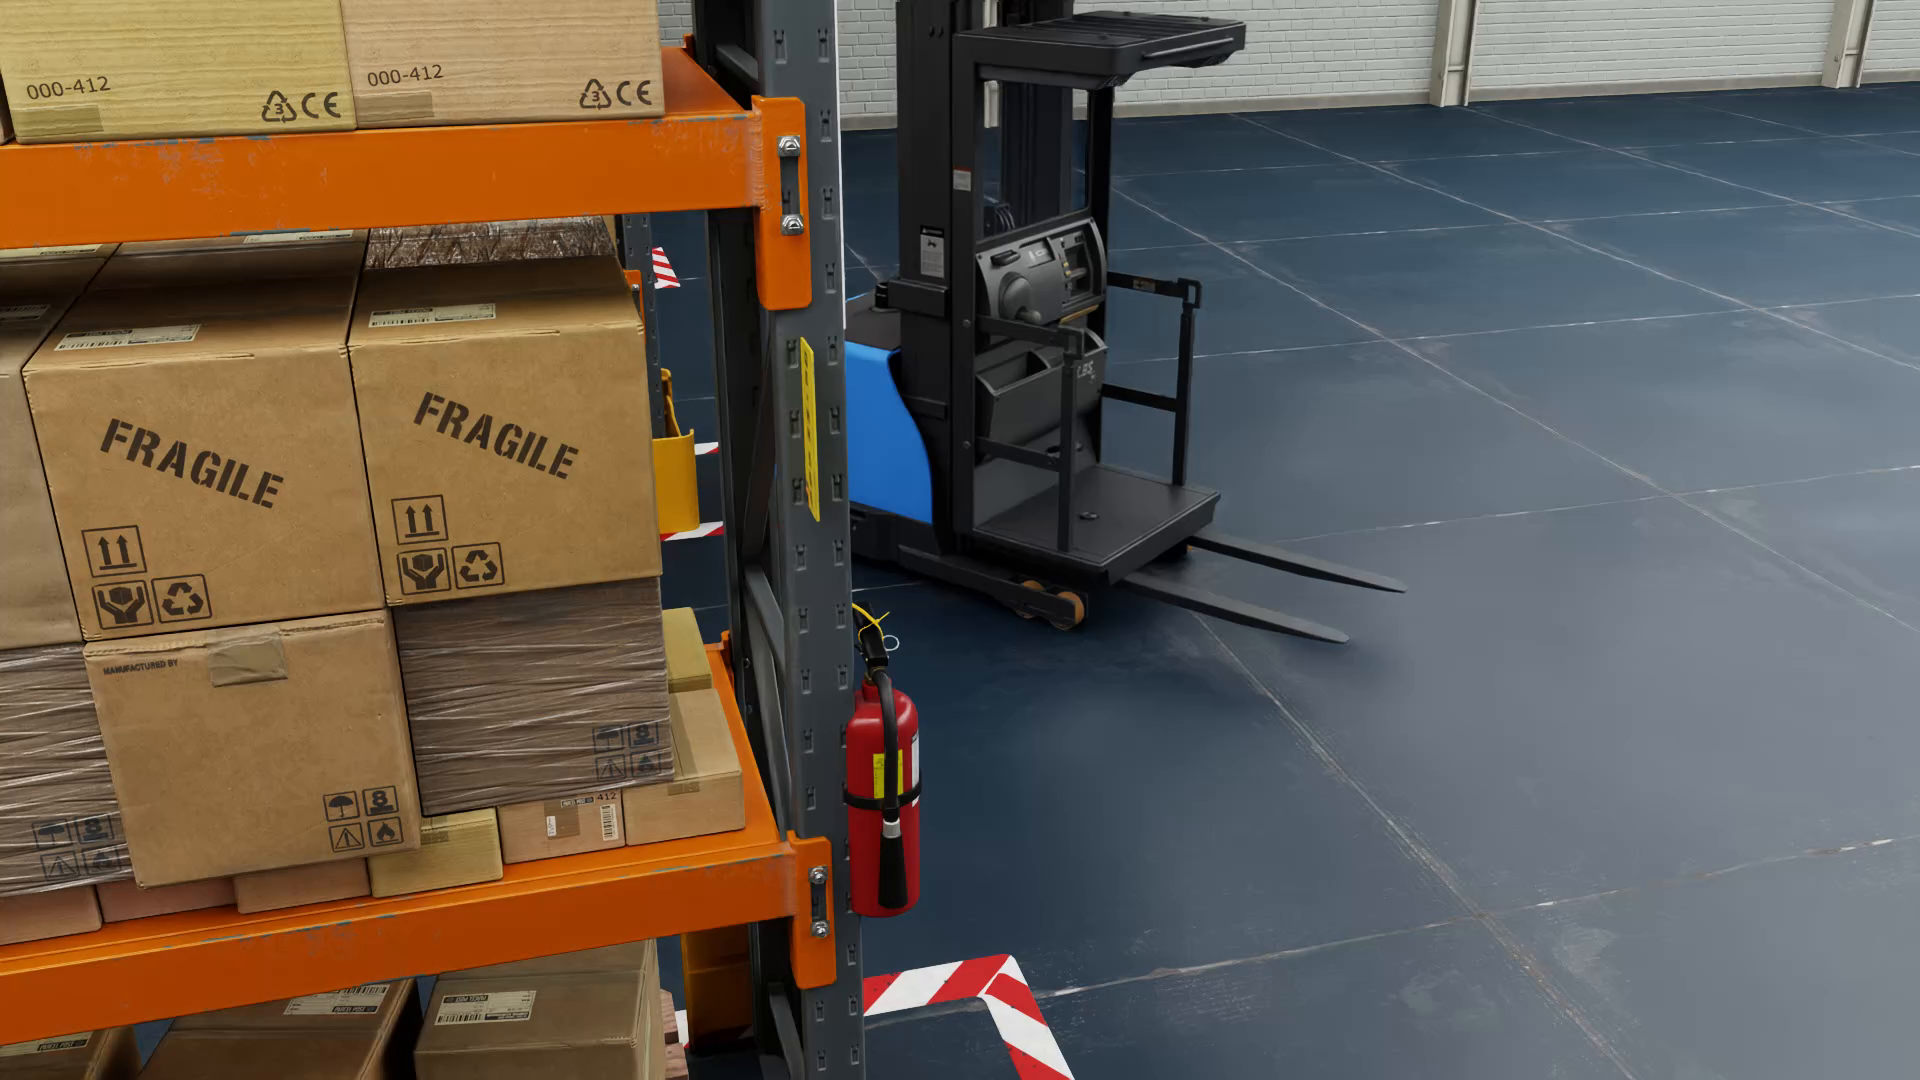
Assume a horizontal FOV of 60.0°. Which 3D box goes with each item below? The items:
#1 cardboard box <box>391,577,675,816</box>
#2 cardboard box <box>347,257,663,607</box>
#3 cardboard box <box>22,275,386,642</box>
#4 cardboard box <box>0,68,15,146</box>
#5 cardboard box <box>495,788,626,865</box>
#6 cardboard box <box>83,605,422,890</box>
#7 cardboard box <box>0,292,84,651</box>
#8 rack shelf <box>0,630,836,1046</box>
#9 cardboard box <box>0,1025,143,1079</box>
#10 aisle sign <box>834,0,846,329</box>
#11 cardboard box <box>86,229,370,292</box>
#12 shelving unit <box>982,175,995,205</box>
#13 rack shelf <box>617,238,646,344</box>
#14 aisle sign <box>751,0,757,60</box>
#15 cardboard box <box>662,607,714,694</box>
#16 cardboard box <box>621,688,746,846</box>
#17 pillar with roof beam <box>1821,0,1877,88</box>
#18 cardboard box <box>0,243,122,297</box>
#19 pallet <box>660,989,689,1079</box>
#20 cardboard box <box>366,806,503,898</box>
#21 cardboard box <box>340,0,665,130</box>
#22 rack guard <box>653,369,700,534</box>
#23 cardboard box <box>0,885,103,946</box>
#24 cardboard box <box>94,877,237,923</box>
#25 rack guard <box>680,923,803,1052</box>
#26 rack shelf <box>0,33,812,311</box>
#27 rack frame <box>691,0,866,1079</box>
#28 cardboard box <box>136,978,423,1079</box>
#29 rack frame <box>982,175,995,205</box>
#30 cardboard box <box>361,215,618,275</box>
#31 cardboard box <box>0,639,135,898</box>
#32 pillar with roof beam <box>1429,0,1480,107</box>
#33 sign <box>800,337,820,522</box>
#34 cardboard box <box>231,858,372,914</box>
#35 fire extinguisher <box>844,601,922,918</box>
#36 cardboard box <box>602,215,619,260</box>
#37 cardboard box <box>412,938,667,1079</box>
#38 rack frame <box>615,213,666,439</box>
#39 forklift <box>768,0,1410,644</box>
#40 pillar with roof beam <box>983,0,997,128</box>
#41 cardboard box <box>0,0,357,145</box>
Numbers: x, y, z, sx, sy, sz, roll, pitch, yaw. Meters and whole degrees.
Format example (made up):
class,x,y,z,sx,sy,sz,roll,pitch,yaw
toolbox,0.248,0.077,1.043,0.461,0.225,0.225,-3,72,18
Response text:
class,x,y,z,sx,sy,sz,roll,pitch,yaw
cardboard box,-0.942,0.129,3.641,0.500,0.500,0.875,-6,24,-14
cardboard box,-0.868,-0.226,3.201,0.500,0.500,0.500,-6,24,-14
cardboard box,-1.348,-0.171,3.071,0.500,0.500,0.500,-6,24,-14
cardboard box,-1.776,-0.792,2.679,0.500,0.250,0.500,-6,24,-13
cardboard box,-0.865,0.514,3.566,0.250,0.149,0.380,-6,24,-14
cardboard box,-1.391,0.228,3.410,0.500,0.500,0.875,-6,24,-14
cardboard box,-1.830,-0.118,2.950,0.500,0.500,0.500,-6,24,-14
rack shelf,-2.331,0.807,3.477,4.000,0.370,1.077,-6,24,-14
cardboard box,-2.185,1.416,3.784,0.500,0.500,0.500,-4,24,-9
aisle sign,-0.265,-0.824,3.069,0.004,0.787,0.394,-6,24,-14
cardboard box,-1.492,-0.373,3.543,0.500,0.500,0.500,-6,24,-14
shelving unit,-0.288,-1.153,9.036,1.048,1.500,0.538,-9,25,-19
rack shelf,-3.573,-1.087,7.890,4.000,0.370,1.077,-6,24,-14
aisle sign,-0.427,-1.051,3.600,0.004,0.787,0.394,-6,24,-14
cardboard box,-0.744,0.319,4.021,0.250,0.149,0.380,-6,24,-14
cardboard box,-0.624,0.488,3.628,0.250,0.149,0.380,-6,24,-14
pillar with roof beam,13.153,-8.691,17.092,0.400,9.000,9.100,-6,24,-14
cardboard box,-1.973,-0.319,3.417,0.500,0.500,0.500,-6,24,-14
pallet,-1.270,1.626,4.192,1.213,0.211,1.003,-6,24,-14
cardboard box,-1.092,0.560,3.458,0.250,0.149,0.380,-6,24,-14
cardboard box,-0.801,-0.898,2.925,0.500,0.250,0.500,-6,24,-13
rack guard,-1.625,-0.484,8.744,0.348,0.500,1.175,-6,24,-14
cardboard box,-1.823,0.627,3.303,0.250,0.149,0.380,-6,24,-14
cardboard box,-1.588,0.592,3.385,0.250,0.149,0.380,-6,24,-14
rack guard,-0.478,1.421,4.305,0.348,0.500,1.175,-6,24,-14
rack shelf,-2.331,-0.571,2.885,4.000,0.370,1.077,-6,24,-14
rack frame,-0.405,0.264,3.831,0.127,3.000,1.000,-6,24,-14
cardboard box,-1.577,1.356,3.923,0.500,0.500,0.500,0,23,0
rack frame,0.186,-1.226,9.204,0.032,1.500,0.500,-9,25,-19
cardboard box,-1.008,-0.423,3.660,0.500,0.500,0.500,-6,24,-14
cardboard box,-1.884,0.265,3.325,0.500,0.500,0.875,-6,24,-14
pillar with roof beam,7.376,-8.051,15.602,0.400,9.000,9.100,-6,24,-14
sign,-0.275,-0.201,3.045,0.005,0.325,0.100,-6,24,-14
cardboard box,-1.336,0.581,3.410,0.250,0.149,0.380,-6,24,-14
fire extinguisher,-0.171,0.462,3.467,0.183,0.674,0.296,-6,24,-14
cardboard box,-1.993,-1.642,8.083,0.550,0.550,0.875,-6,24,-14
cardboard box,-1.011,1.280,4.101,0.500,0.500,0.500,-2,23,-5
rack frame,-1.648,-1.630,8.245,0.127,3.000,1.000,-6,24,-14
forklift,0.539,-1.188,7.302,3.031,2.935,1.130,16,28,33
pillar with roof beam,1.599,-7.412,14.113,0.400,9.000,9.100,-6,24,-14
cardboard box,-1.281,-0.844,2.799,0.500,0.250,0.500,-6,24,-14
